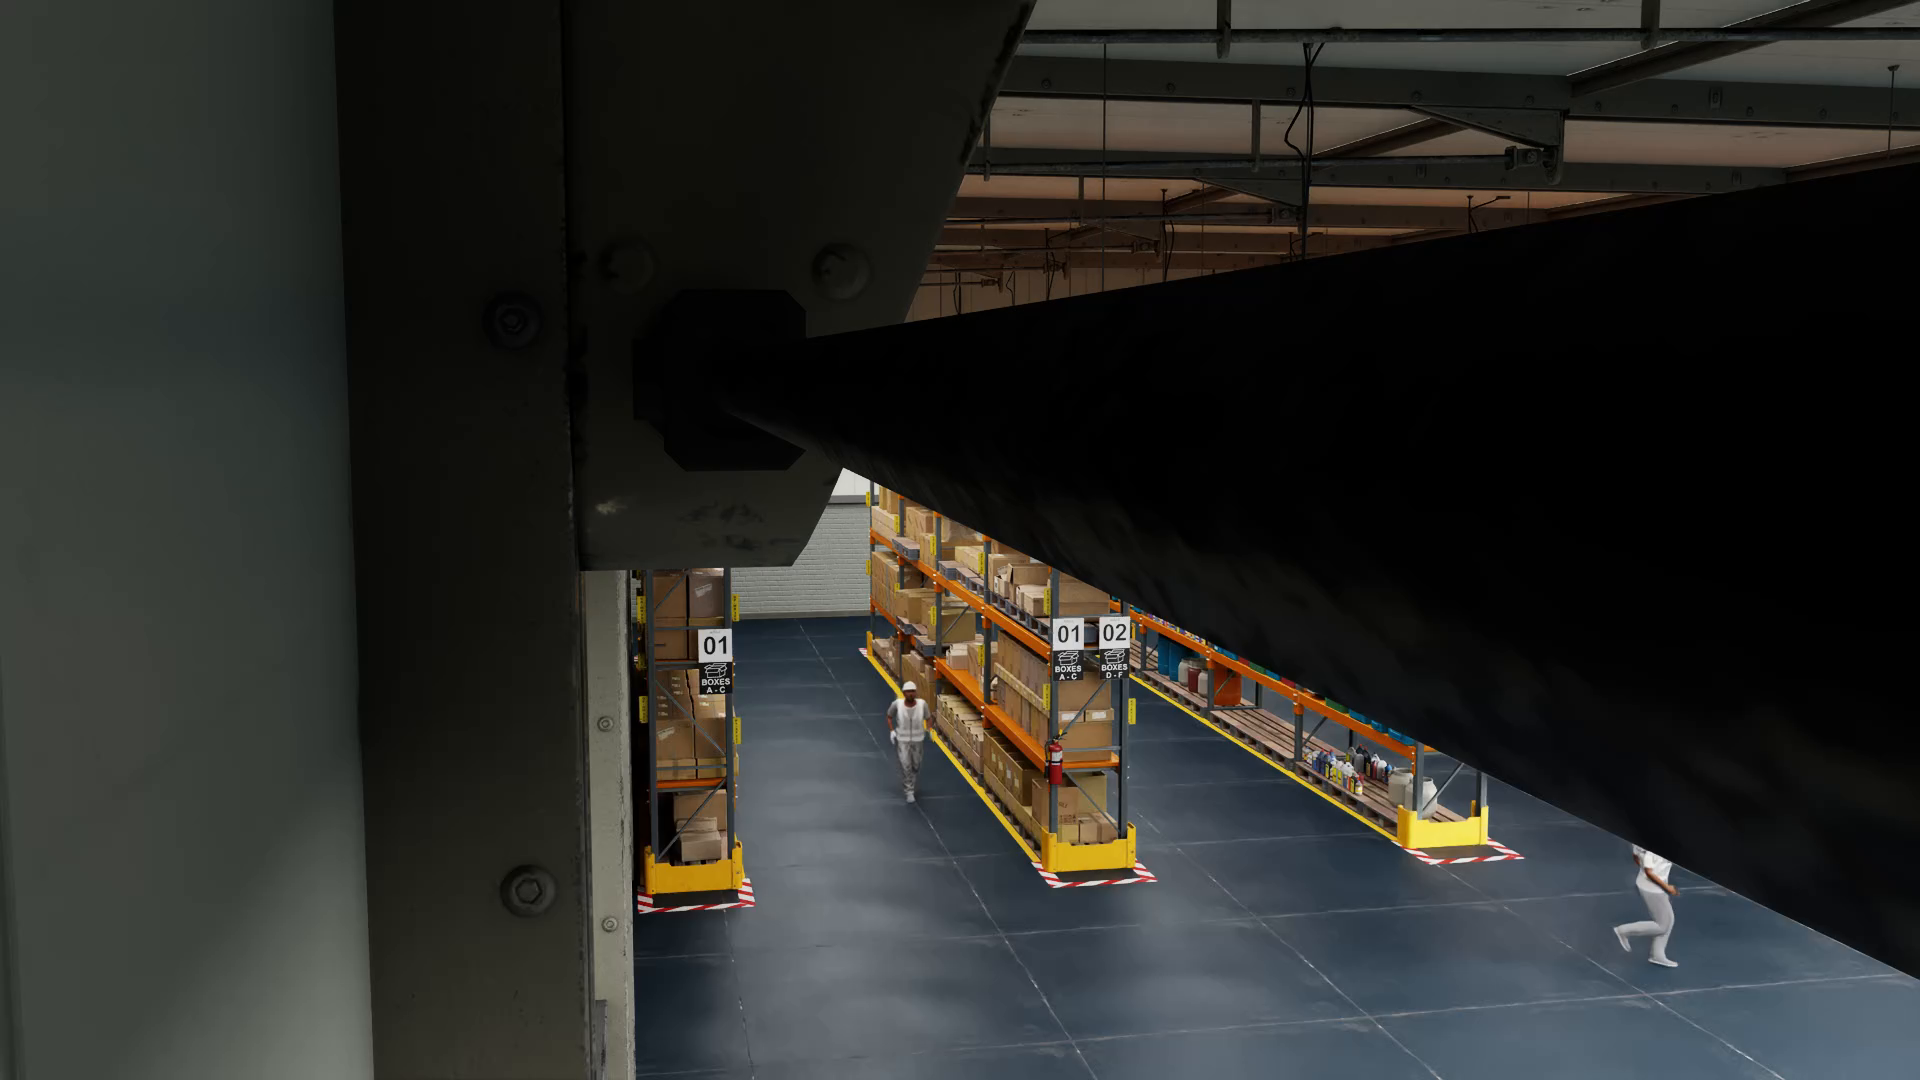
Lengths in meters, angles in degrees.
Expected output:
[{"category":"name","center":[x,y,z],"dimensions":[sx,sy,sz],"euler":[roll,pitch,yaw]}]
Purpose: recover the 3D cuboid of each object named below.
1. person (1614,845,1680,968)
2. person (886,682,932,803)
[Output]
[{"category":"person","center":[7.277,3.684,17.605],"dimensions":[0.668,1.674,0.584],"euler":[1,6,12]},{"category":"person","center":[-0.753,2.920,24.435],"dimensions":[0.663,1.746,0.813],"euler":[-1,6,-9]}]
